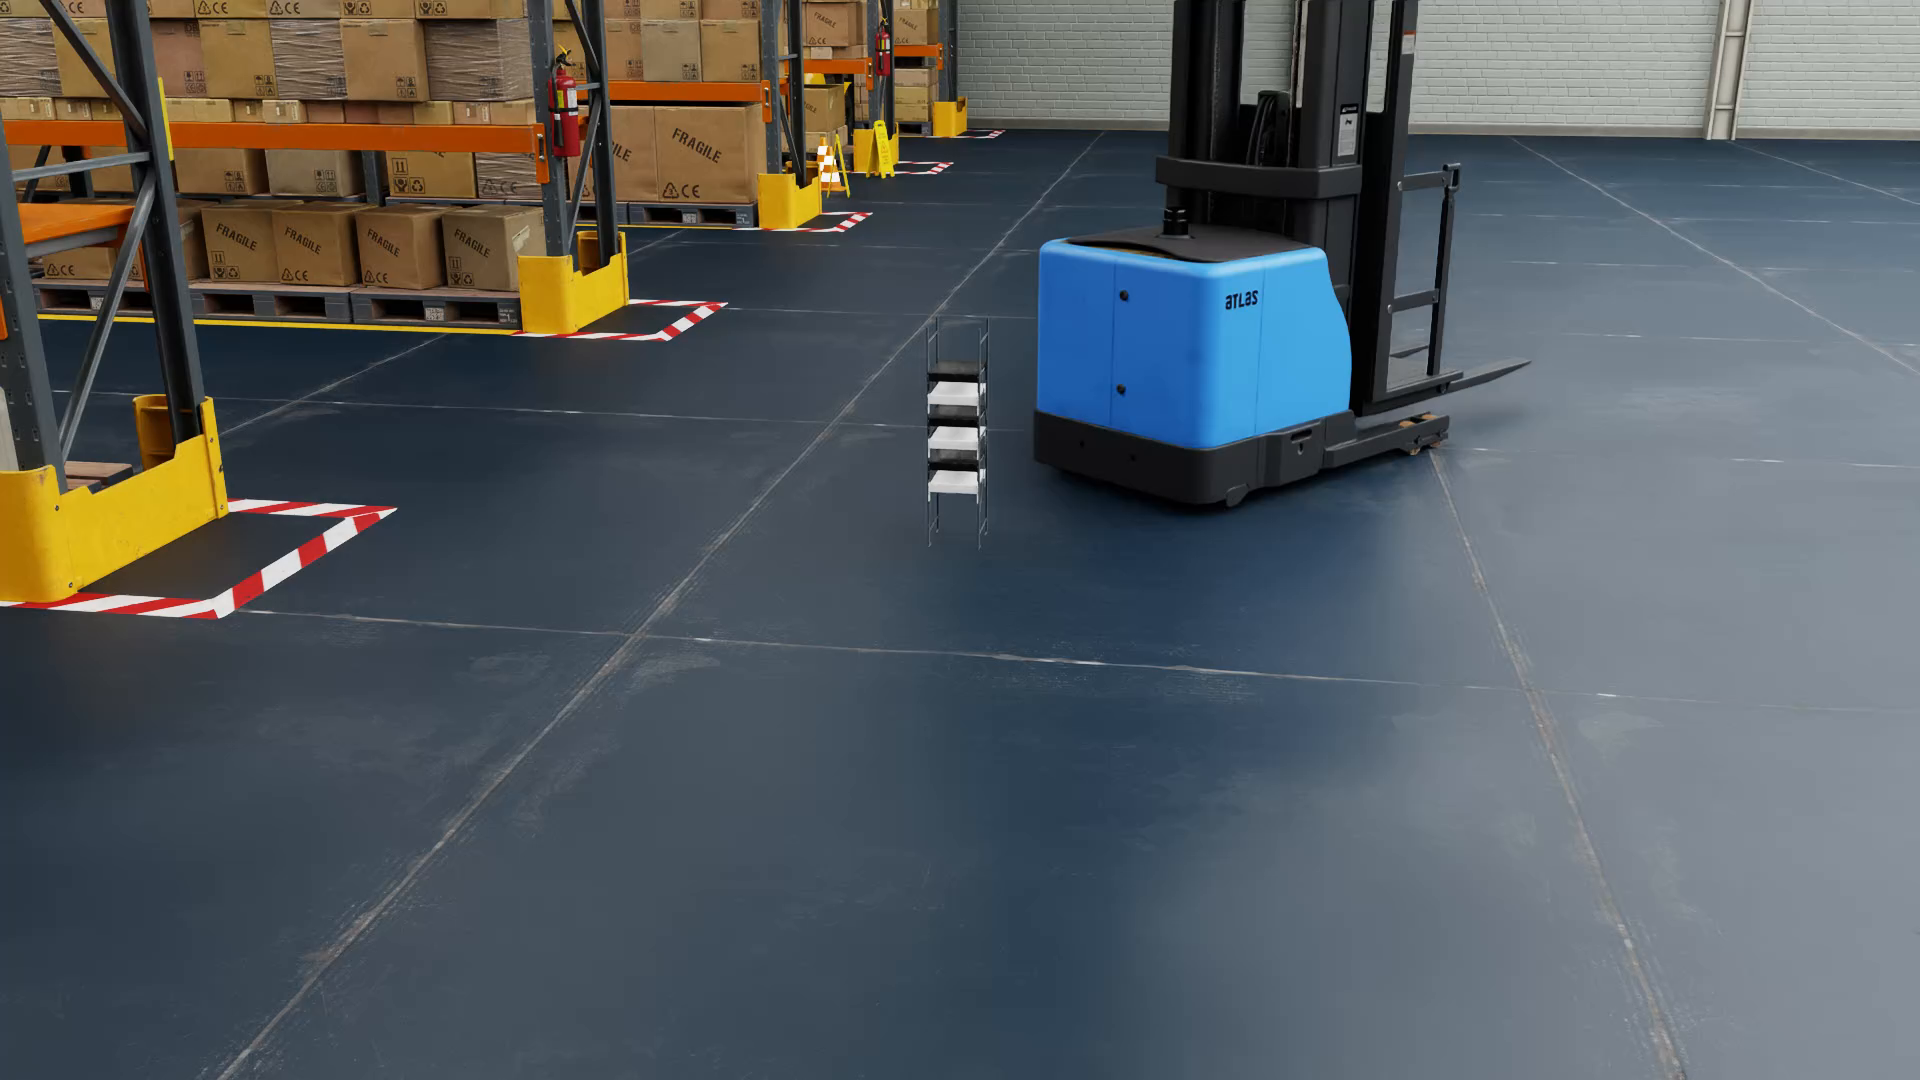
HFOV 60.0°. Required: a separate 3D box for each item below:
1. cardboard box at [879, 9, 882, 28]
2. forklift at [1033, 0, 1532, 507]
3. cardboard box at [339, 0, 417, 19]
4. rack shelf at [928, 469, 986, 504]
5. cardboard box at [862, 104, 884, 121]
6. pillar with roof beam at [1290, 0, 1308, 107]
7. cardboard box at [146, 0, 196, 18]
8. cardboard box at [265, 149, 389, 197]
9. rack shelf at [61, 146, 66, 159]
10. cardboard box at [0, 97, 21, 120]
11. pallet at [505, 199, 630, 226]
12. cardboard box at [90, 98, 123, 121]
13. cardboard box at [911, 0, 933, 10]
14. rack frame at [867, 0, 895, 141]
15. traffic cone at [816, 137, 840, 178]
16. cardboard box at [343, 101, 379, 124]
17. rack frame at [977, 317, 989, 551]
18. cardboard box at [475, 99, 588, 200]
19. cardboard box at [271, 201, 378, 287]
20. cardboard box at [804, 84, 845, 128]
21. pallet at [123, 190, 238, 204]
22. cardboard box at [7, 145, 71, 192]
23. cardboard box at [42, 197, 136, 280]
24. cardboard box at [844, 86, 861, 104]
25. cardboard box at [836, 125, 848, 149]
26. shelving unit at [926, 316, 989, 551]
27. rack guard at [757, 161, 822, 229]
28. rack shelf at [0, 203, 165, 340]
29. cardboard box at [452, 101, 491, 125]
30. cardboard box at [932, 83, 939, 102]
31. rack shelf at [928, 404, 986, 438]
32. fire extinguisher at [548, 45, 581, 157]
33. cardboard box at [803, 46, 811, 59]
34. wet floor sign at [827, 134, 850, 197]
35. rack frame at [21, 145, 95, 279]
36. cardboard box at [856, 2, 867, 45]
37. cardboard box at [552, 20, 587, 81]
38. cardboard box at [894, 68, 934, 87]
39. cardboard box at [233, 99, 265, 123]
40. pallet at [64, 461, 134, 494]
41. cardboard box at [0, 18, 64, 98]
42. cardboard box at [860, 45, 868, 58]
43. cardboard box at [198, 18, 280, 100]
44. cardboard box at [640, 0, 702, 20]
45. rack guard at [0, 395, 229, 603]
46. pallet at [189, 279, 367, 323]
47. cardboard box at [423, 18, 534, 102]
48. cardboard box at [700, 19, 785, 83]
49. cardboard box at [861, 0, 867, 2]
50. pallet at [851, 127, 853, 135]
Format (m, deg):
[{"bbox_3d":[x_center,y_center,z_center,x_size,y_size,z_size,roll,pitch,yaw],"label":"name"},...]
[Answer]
[{"bbox_3d":[-1.212,-7.620,24.692,0.500,0.500,0.500,4,19,10],"label":"cardboard box"},{"bbox_3d":[1.762,-1.906,7.879,3.031,2.935,1.130,-16,24,-40],"label":"forklift"},{"bbox_3d":[-3.606,-3.577,10.566,0.500,0.500,0.500,3,19,9],"label":"cardboard box"},{"bbox_3d":[-0.008,-0.225,6.729,0.200,0.077,0.258,3,19,9],"label":"rack shelf"},{"bbox_3d":[-1.178,-6.449,25.021,0.500,0.250,0.500,3,19,9],"label":"cardboard box"},{"bbox_3d":[4.523,-9.113,19.857,0.400,9.000,9.100,3,19,9],"label":"pillar with roof beam"},{"bbox_3d":[-5.088,-3.653,10.791,0.500,0.500,0.500,3,19,9],"label":"cardboard box"},{"bbox_3d":[-6.220,-3.827,16.396,0.750,0.750,1.050,3,19,8],"label":"cardboard box"},{"bbox_3d":[-8.454,-2.902,11.883,4.000,0.370,1.077,3,19,9],"label":"rack shelf"},{"bbox_3d":[-6.314,-2.918,11.194,0.250,0.149,0.380,3,19,9],"label":"cardboard box"},{"bbox_3d":[-3.646,-3.245,16.170,1.213,0.211,1.003,3,19,9],"label":"pallet"},{"bbox_3d":[-5.570,-2.888,11.103,0.250,0.149,0.380,3,19,9],"label":"cardboard box"},{"bbox_3d":[-0.561,-7.886,24.464,0.250,0.149,0.380,3,19,9],"label":"cardboard box"},{"bbox_3d":[-0.958,-6.046,20.145,0.127,3.000,1.000,3,19,9],"label":"rack frame"},{"bbox_3d":[-1.587,-4.460,19.404,0.334,0.463,0.336,3,19,9],"label":"traffic cone"},{"bbox_3d":[-3.830,-2.824,10.912,0.250,0.149,0.380,3,19,9],"label":"cardboard box"},{"bbox_3d":[0.092,-0.422,6.646,0.006,0.900,0.240,3,19,9],"label":"rack frame"},{"bbox_3d":[-4.092,-3.785,16.075,0.875,0.875,0.875,3,19,9],"label":"cardboard box"},{"bbox_3d":[-4.354,-2.048,11.475,0.500,0.500,0.500,5,19,14],"label":"cardboard box"},{"bbox_3d":[-1.734,-5.425,20.779,0.500,0.500,0.500,2,19,7],"label":"cardboard box"},{"bbox_3d":[-7.574,-3.445,16.766,1.213,0.211,1.003,3,19,9],"label":"pallet"},{"bbox_3d":[-8.955,-3.966,16.813,0.750,0.750,1.050,3,19,8],"label":"cardboard box"},{"bbox_3d":[-6.090,-2.124,11.700,0.500,0.500,0.500,2,19,7],"label":"cardboard box"},{"bbox_3d":[-1.711,-6.708,25.008,0.500,0.250,0.500,2,19,7],"label":"cardboard box"},{"bbox_3d":[-1.710,-5.068,20.895,0.500,0.250,0.500,3,19,8],"label":"cardboard box"},{"bbox_3d":[-0.008,-0.427,6.662,0.210,0.900,0.258,3,19,9],"label":"shelving unit"},{"bbox_3d":[-1.619,-3.303,15.888,0.348,0.500,1.175,3,19,9],"label":"rack guard"},{"bbox_3d":[-5.290,-1.149,6.644,4.000,0.370,1.077,3,19,9],"label":"rack shelf"},{"bbox_3d":[-3.091,-2.785,10.794,0.250,0.149,0.380,3,19,9],"label":"cardboard box"},{"bbox_3d":[-0.605,-6.822,25.349,0.500,0.250,0.500,3,19,10],"label":"cardboard box"},{"bbox_3d":[-0.008,-0.481,6.644,0.200,0.077,0.258,3,19,9],"label":"rack shelf"},{"bbox_3d":[-2.490,-2.754,10.430,0.183,0.674,0.296,3,19,9],"label":"fire extinguisher"},{"bbox_3d":[-1.878,-5.876,20.034,0.250,0.149,0.380,3,19,8],"label":"cardboard box"},{"bbox_3d":[-1.300,-3.992,17.718,0.232,0.644,0.267,0,19,-1],"label":"wet floor sign"},{"bbox_3d":[-6.479,-3.143,11.468,0.127,3.000,1.000,3,19,9],"label":"rack frame"},{"bbox_3d":[-1.381,-6.345,20.413,0.500,0.500,0.500,3,19,8],"label":"cardboard box"},{"bbox_3d":[-3.626,-4.668,15.790,0.500,0.550,0.875,3,19,9],"label":"cardboard box"},{"bbox_3d":[-0.678,-6.896,24.781,0.500,0.250,0.500,4,19,10],"label":"cardboard box"},{"bbox_3d":[-4.577,-2.849,10.985,0.250,0.149,0.380,3,19,9],"label":"cardboard box"},{"bbox_3d":[-4.199,-0.099,6.766,1.213,0.211,1.003,3,19,9],"label":"pallet"},{"bbox_3d":[-6.044,-3.289,11.279,0.500,0.500,0.875,3,19,9],"label":"cardboard box"},{"bbox_3d":[-1.260,-6.009,20.430,0.250,0.149,0.380,3,19,9],"label":"cardboard box"},{"bbox_3d":[-4.560,-3.221,11.076,0.500,0.500,0.875,3,19,9],"label":"cardboard box"},{"bbox_3d":[-2.561,-5.103,15.388,0.550,0.550,0.875,3,19,9],"label":"cardboard box"},{"bbox_3d":[-3.398,-0.193,6.593,0.348,0.500,1.175,3,19,9],"label":"rack guard"},{"bbox_3d":[-4.602,-1.737,11.661,1.213,0.211,1.003,3,19,9],"label":"pallet"},{"bbox_3d":[-3.068,-3.166,10.911,0.500,0.500,0.875,3,19,9],"label":"cardboard box"},{"bbox_3d":[-2.017,-4.566,15.485,0.550,0.550,0.875,3,19,9],"label":"cardboard box"},{"bbox_3d":[-1.307,-7.938,24.619,0.250,0.149,0.380,3,19,8],"label":"cardboard box"},{"bbox_3d":[-2.137,-6.366,25.497,1.213,0.211,1.003,3,19,9],"label":"pallet"}]
